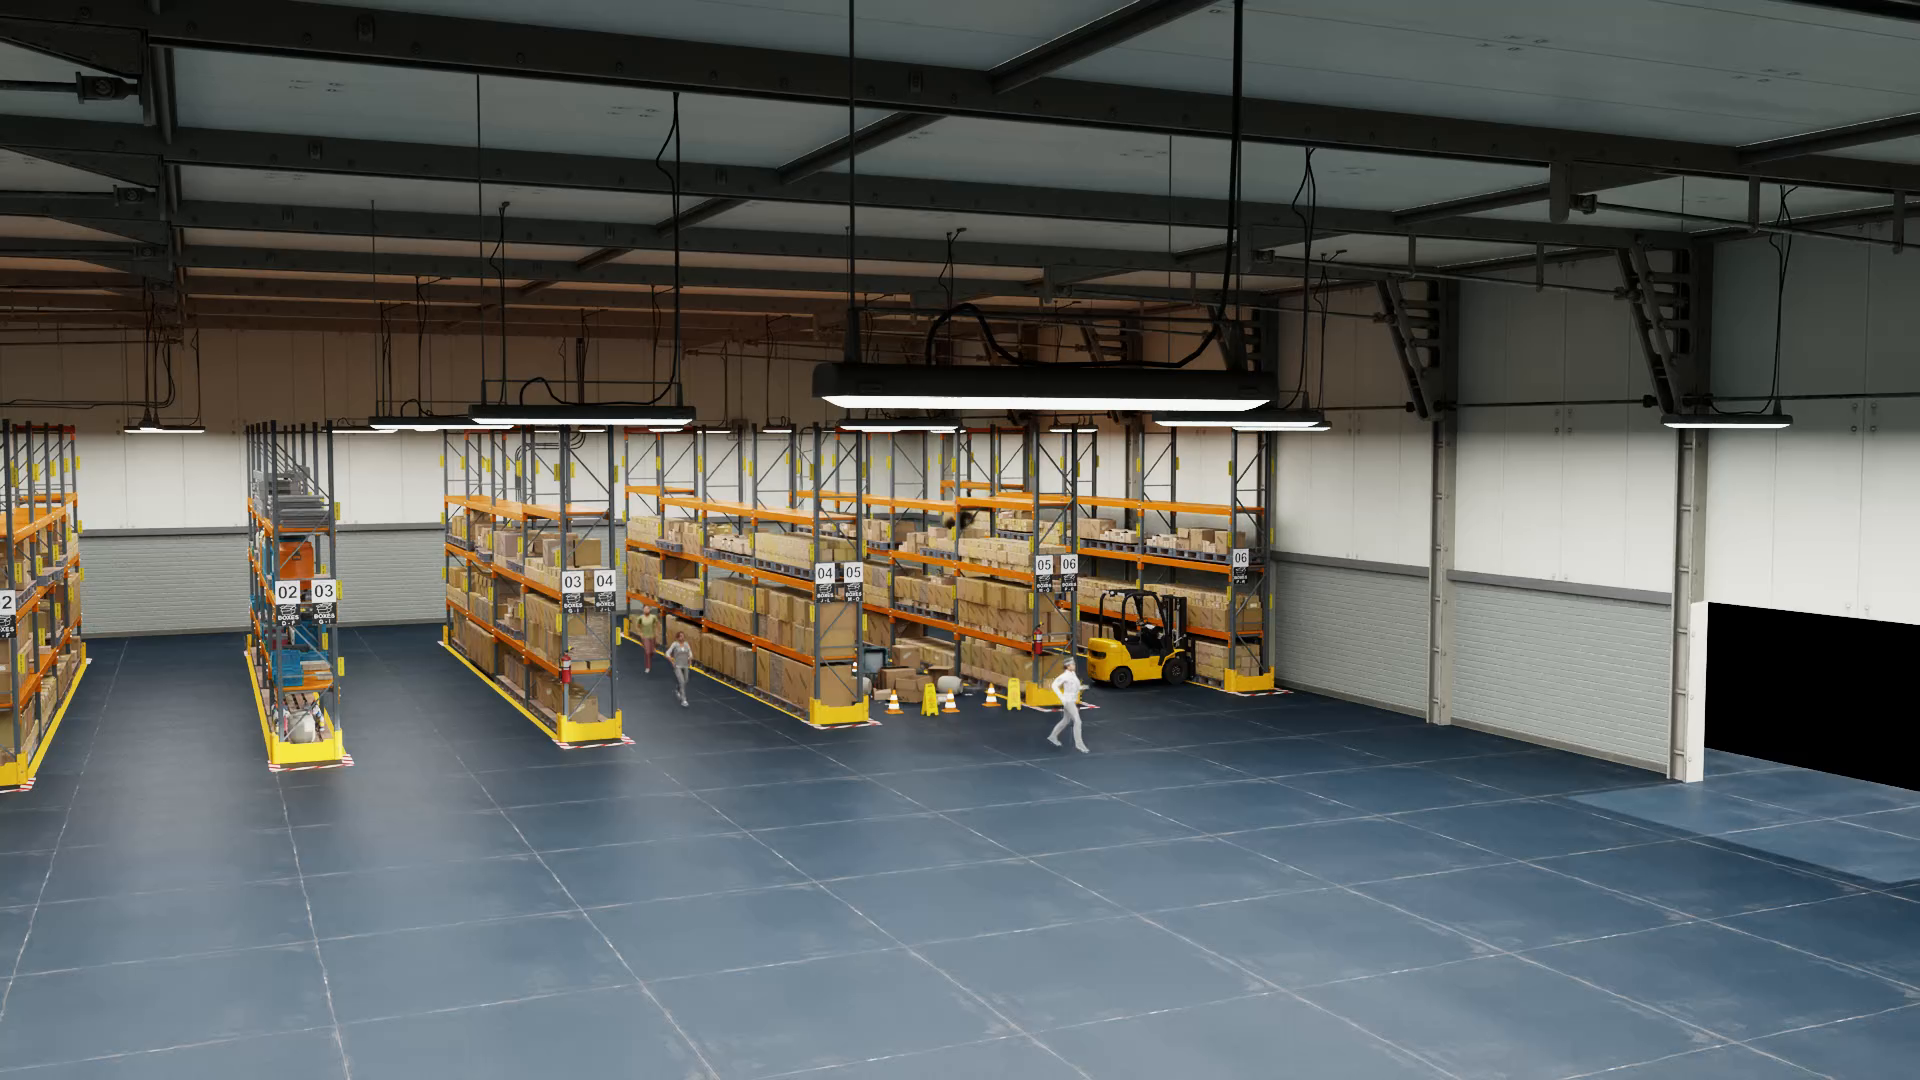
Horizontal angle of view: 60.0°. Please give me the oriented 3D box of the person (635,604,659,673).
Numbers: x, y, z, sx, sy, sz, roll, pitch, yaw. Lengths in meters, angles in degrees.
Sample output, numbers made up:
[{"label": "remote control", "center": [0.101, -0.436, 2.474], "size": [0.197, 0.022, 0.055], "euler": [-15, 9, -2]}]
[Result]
[{"label": "person", "center": [-7.623, 2.379, 40.551], "size": [0.586, 1.652, 0.626], "euler": [-1, 4, -18]}]

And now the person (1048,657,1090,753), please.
[{"label": "person", "center": [1.989, 2.977, 30.199], "size": [0.834, 1.723, 0.596], "euler": [1, 4, 21]}]

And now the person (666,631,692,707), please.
[{"label": "person", "center": [-5.969, 2.720, 35.386], "size": [0.559, 1.584, 0.724], "euler": [-2, 4, -34]}]
